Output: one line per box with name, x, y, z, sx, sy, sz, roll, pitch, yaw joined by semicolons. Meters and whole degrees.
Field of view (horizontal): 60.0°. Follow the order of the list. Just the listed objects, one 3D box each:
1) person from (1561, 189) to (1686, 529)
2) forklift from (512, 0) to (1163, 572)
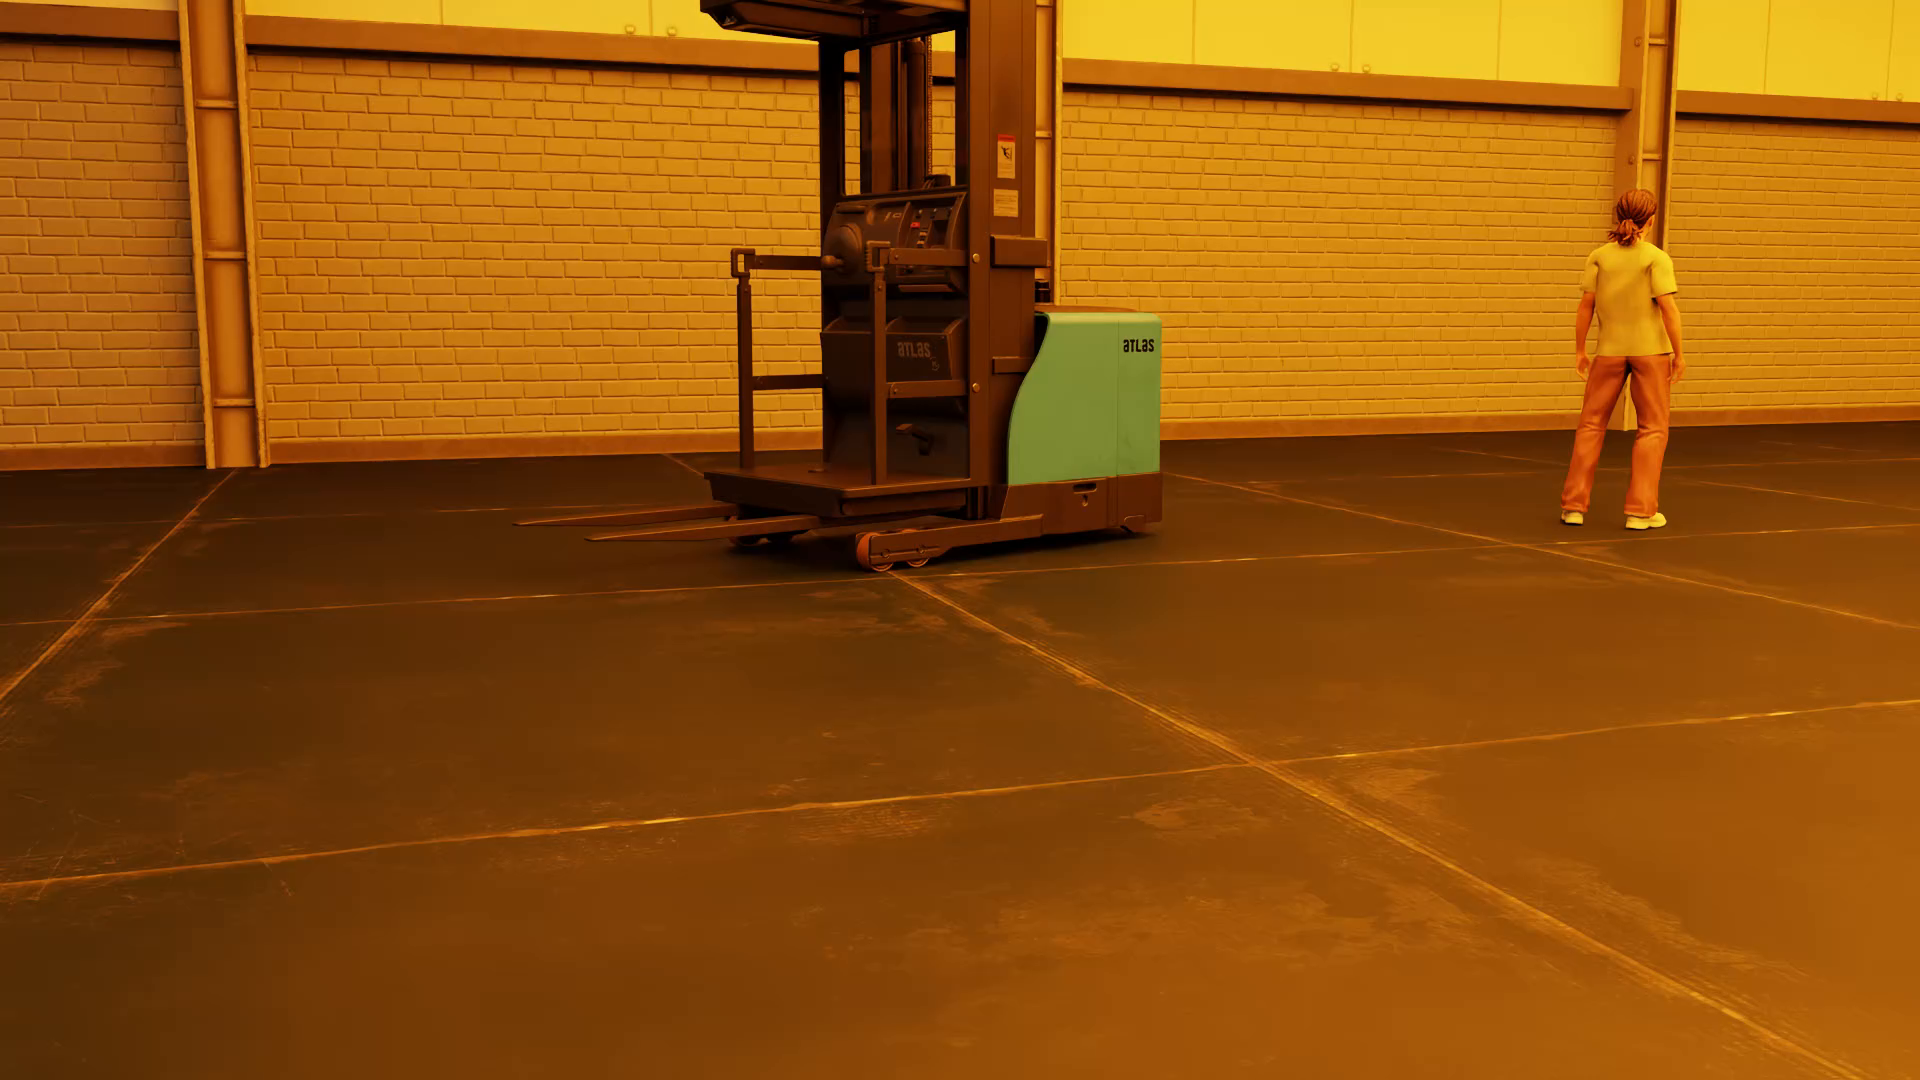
person;3.312;-0.898;8.318;0.596;1.675;0.402;6;10;36
forklift;-0.461;-1.399;7.333;3.031;2.935;1.130;-7;10;-40
